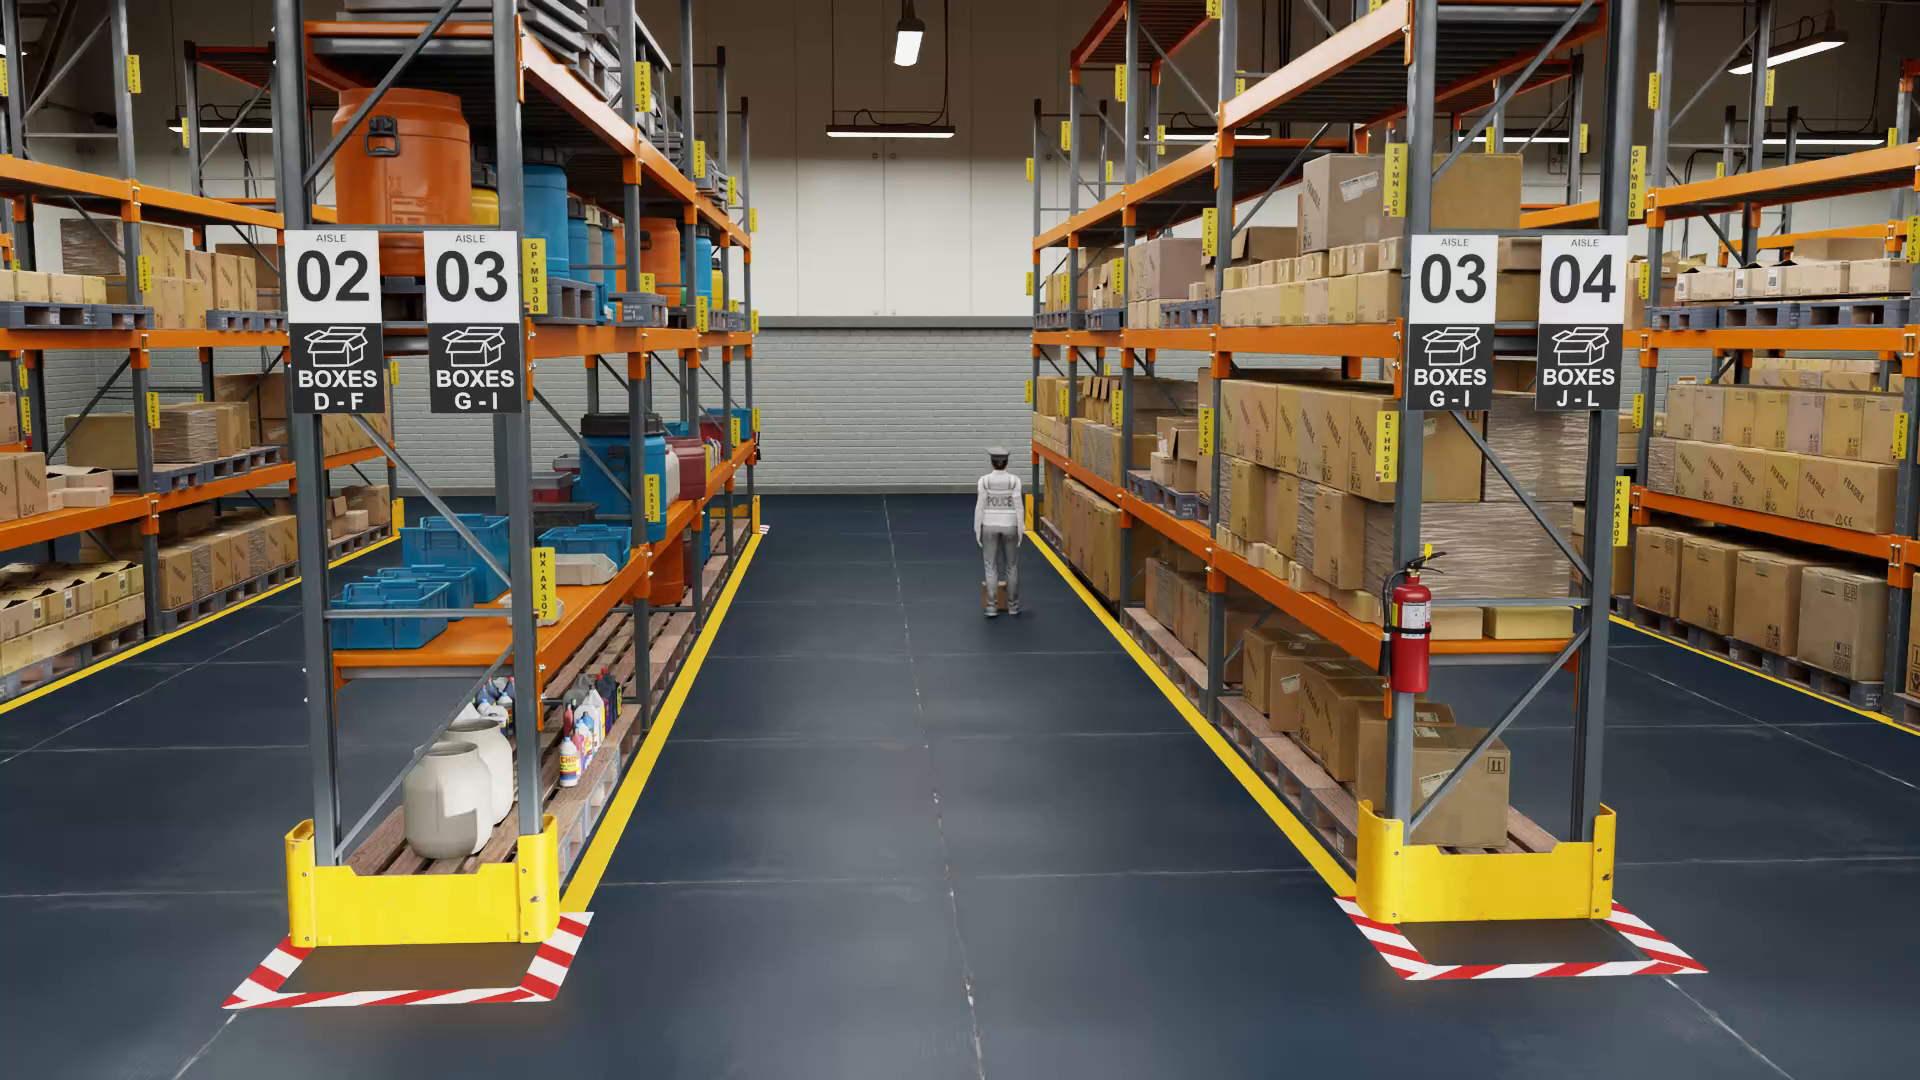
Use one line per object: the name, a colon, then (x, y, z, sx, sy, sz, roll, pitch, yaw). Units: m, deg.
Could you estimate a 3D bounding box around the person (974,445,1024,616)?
person: (0.381, -0.092, 16.408, 0.486, 1.679, 0.432, 0, 7, -3)
